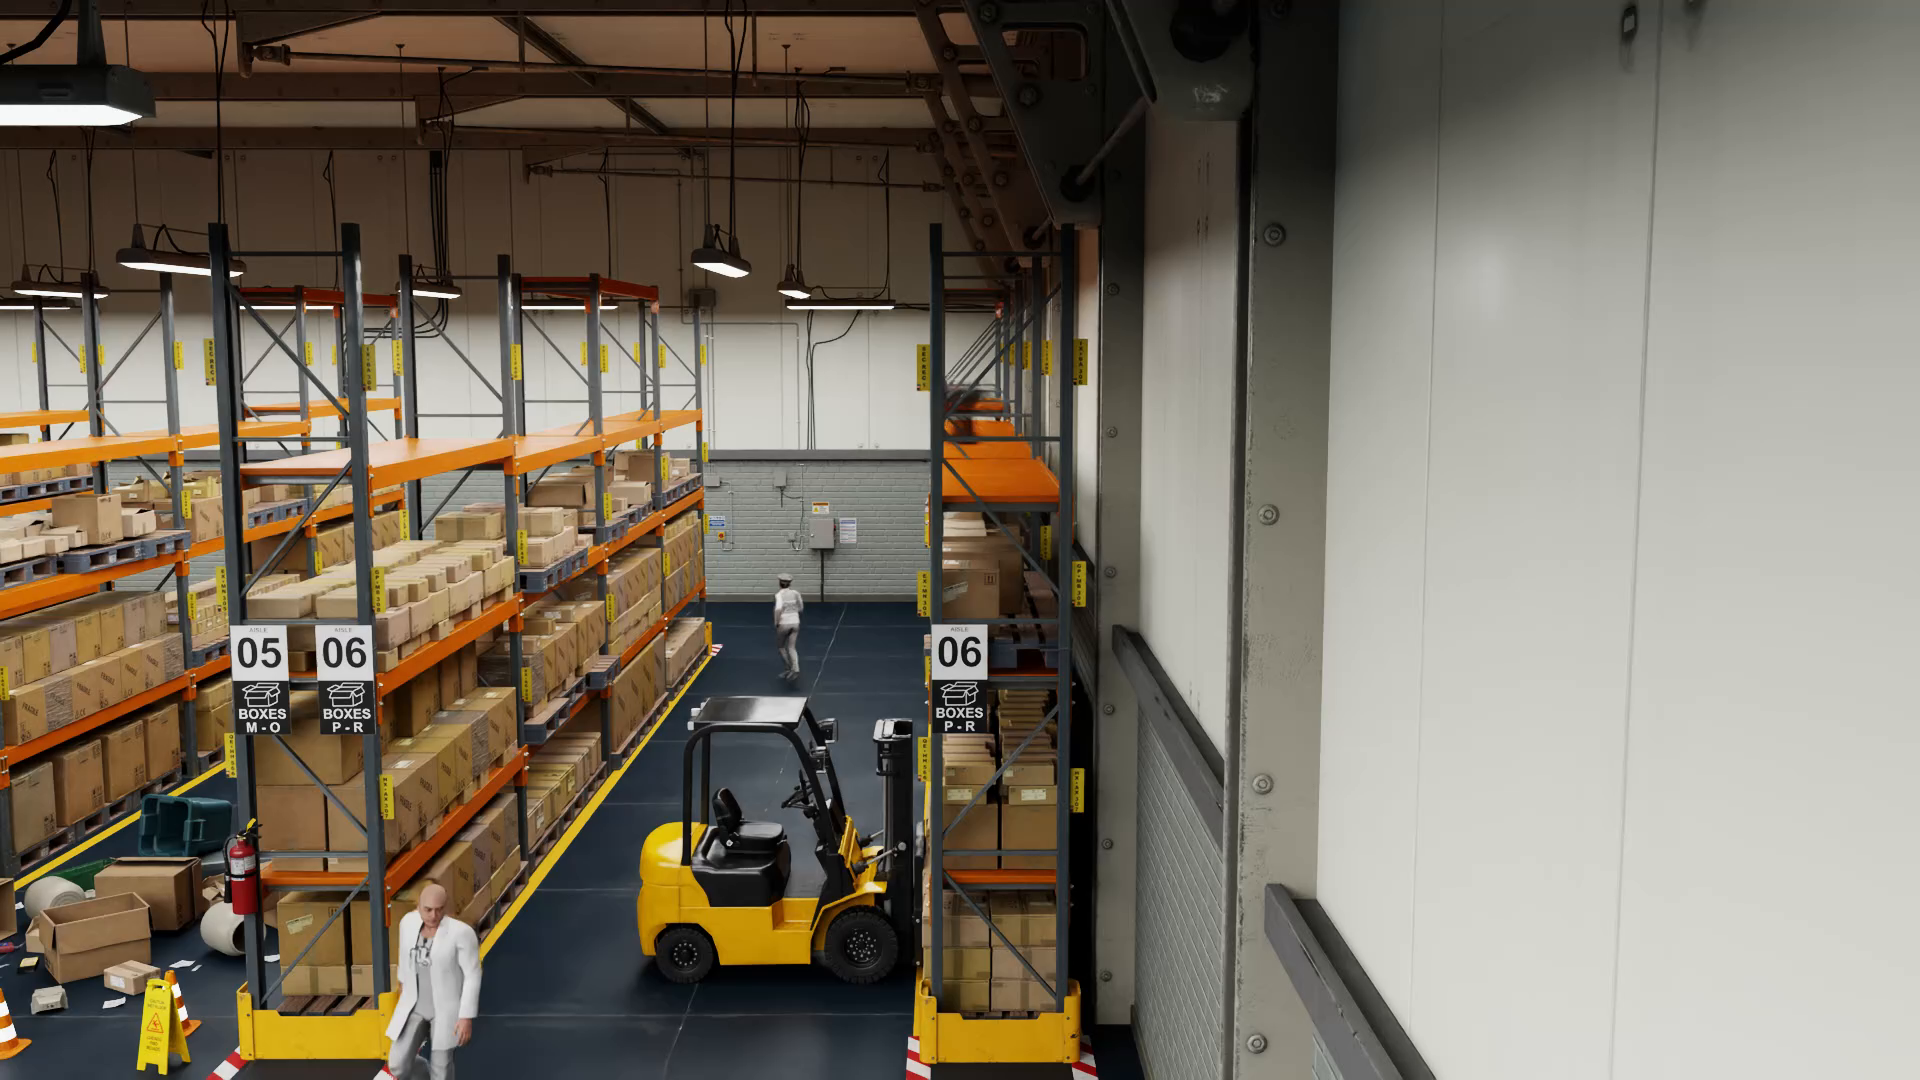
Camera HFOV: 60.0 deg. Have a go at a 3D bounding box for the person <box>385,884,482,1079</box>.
[{"bbox_3d":[-3.442,3.046,10.910,0.731,1.739,0.588,1,7,6],"label":"person"}]

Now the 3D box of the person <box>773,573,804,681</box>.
[{"bbox_3d":[-2.601,1.357,25.618,0.585,1.652,0.803,-4,8,-30],"label":"person"}]
